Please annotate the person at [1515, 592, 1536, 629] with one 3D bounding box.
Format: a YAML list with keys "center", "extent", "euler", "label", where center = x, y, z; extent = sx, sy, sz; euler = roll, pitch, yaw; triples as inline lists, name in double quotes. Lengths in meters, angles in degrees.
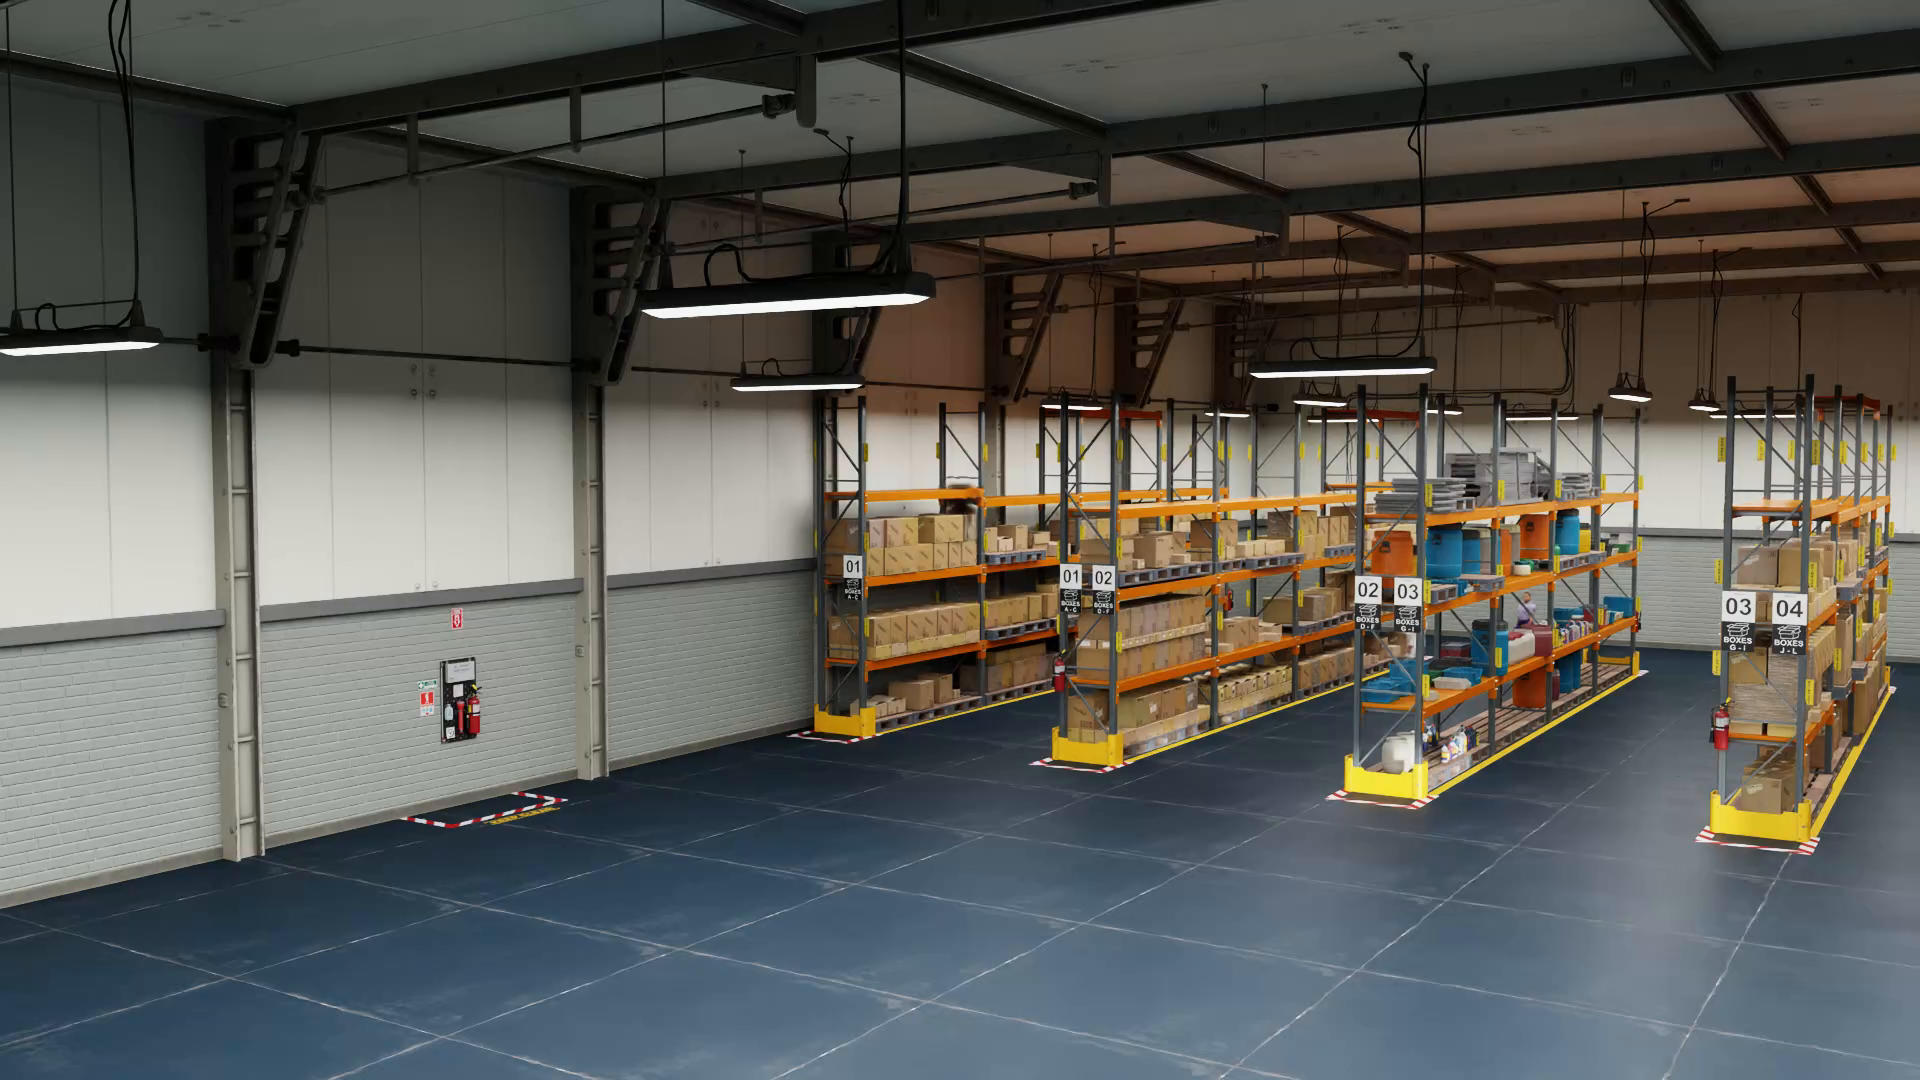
- center: [13.635, 2.108, 40.205]
  extent: [0.462, 1.721, 0.568]
  euler: [-1, 3, -24]
  label: "person"

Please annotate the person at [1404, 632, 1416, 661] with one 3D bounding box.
- center: [9.543, 2.252, 35.159]
  extent: [0.410, 1.783, 0.609]
  euler: [1, 3, 18]
  label: "person"
